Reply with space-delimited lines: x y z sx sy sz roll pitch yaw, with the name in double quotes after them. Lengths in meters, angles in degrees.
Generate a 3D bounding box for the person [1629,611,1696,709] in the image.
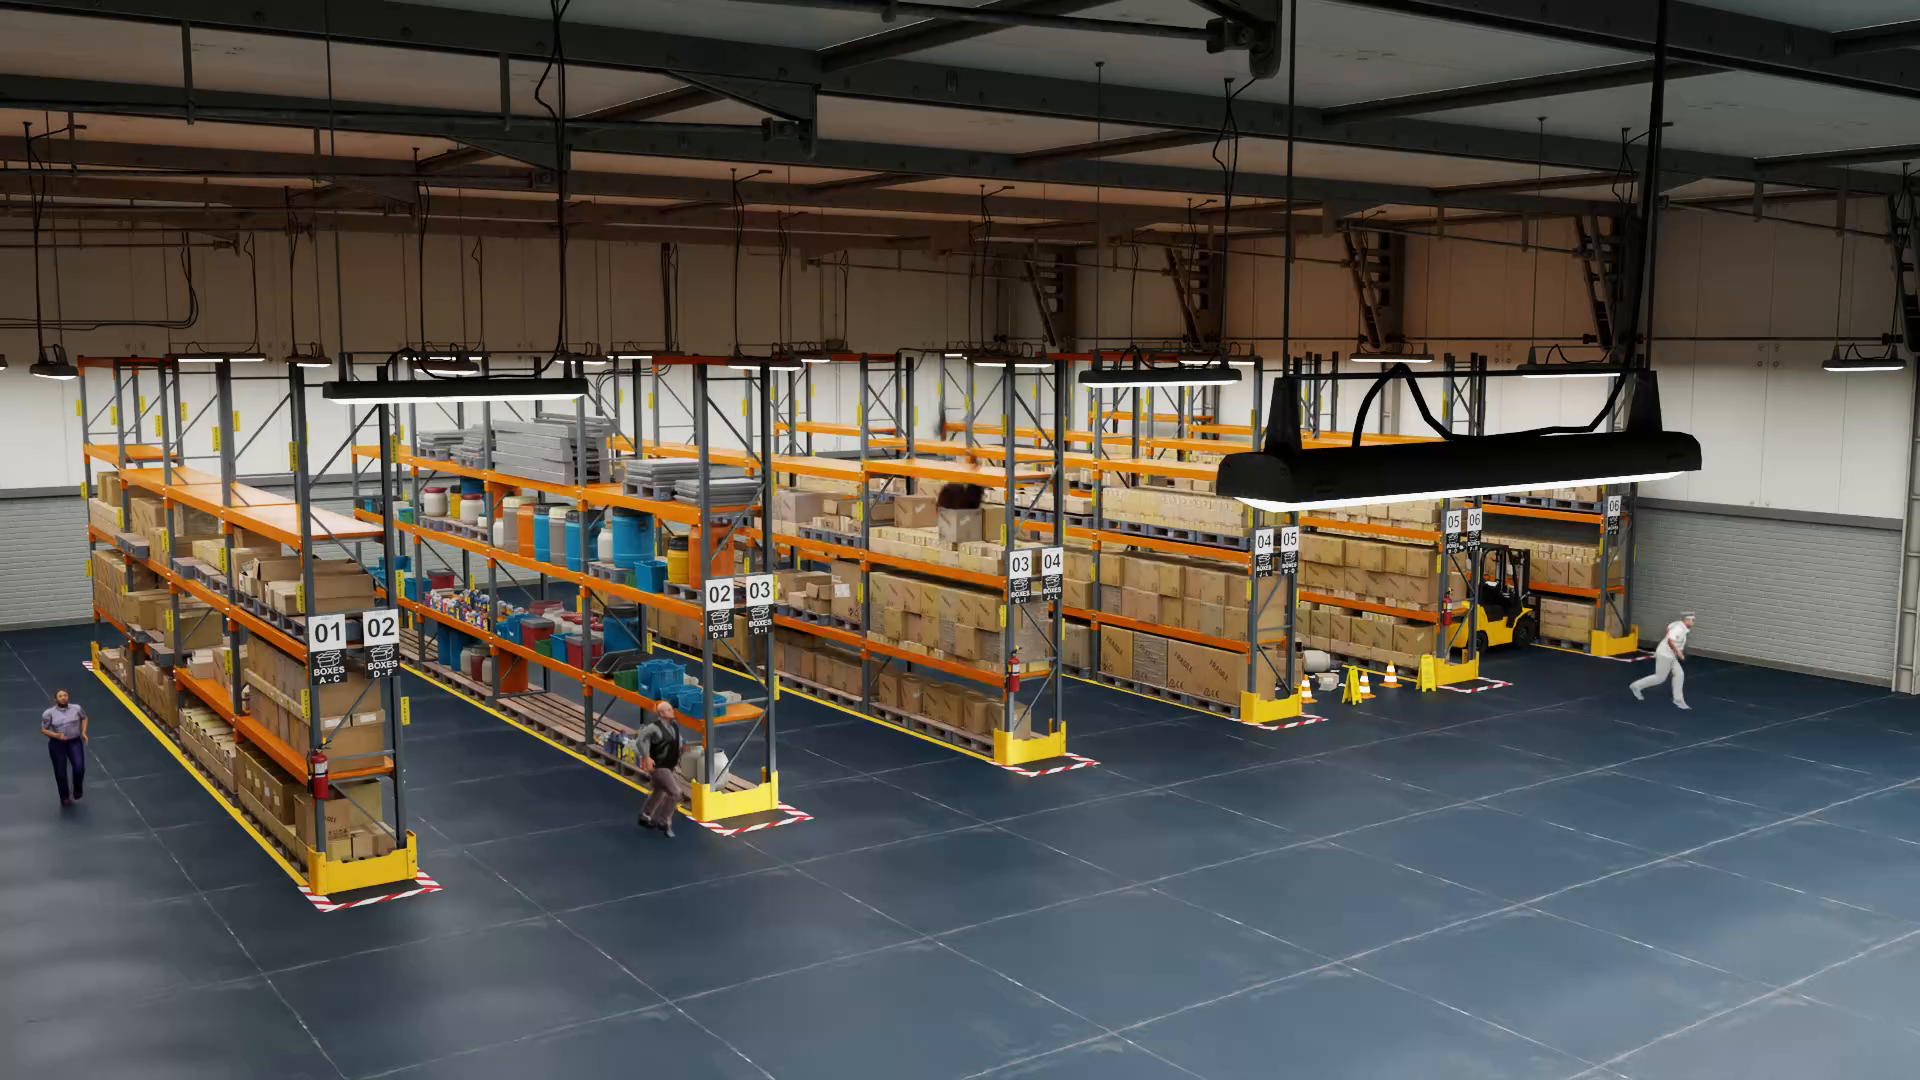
12.117 2.050 28.696 1.008 1.720 0.693 3 7 22 "person"

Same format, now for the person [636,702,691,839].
-3.792 2.927 21.219 0.783 1.771 0.638 2 7 20 "person"

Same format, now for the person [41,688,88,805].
-12.093 2.811 22.527 0.592 1.597 0.577 -5 9 -36 "person"

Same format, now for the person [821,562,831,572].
-3.367 0.274 43.240 0.663 1.636 0.542 -6 9 -42 "person"
